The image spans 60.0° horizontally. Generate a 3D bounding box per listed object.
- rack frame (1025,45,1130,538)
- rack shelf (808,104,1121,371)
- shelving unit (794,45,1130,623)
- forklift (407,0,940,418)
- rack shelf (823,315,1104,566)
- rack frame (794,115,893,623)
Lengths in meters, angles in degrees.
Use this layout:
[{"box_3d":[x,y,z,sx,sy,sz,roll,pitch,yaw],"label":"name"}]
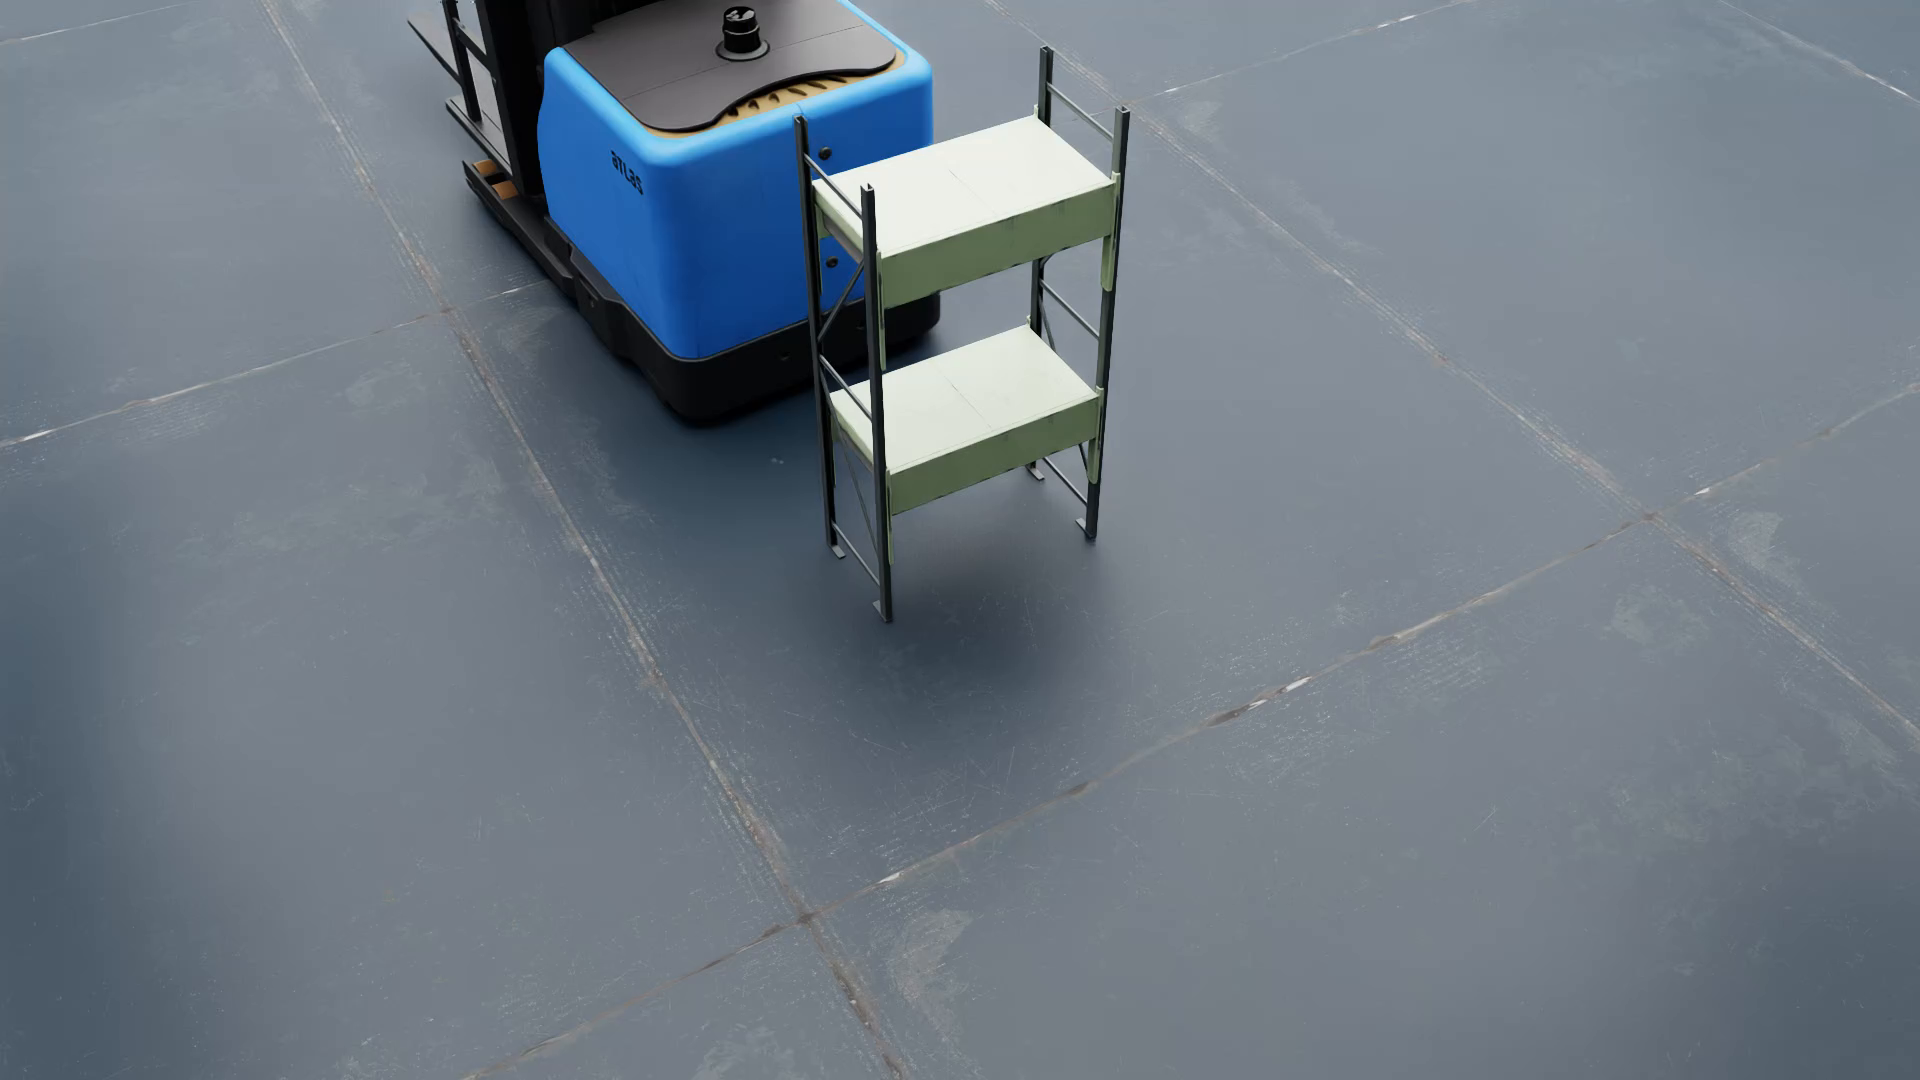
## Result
[{"box_3d":[0.323,-0.668,4.861,0.023,1.500,0.400,-22,48,-21],"label":"rack frame"},{"box_3d":[0.006,-0.821,4.458,0.720,0.370,0.431,-22,48,-21],"label":"rack shelf"},{"box_3d":[0.006,-0.541,4.730,0.755,1.500,0.431,-22,48,-21],"label":"shelving unit"},{"box_3d":[-1.310,-2.457,5.677,1.130,2.935,3.031,-25,49,-24],"label":"forklift"},{"box_3d":[0.006,-0.307,4.957,0.720,0.370,0.431,-22,48,-21],"label":"rack shelf"},{"box_3d":[-0.312,-0.414,4.599,0.023,1.500,0.400,-22,48,-21],"label":"rack frame"}]
